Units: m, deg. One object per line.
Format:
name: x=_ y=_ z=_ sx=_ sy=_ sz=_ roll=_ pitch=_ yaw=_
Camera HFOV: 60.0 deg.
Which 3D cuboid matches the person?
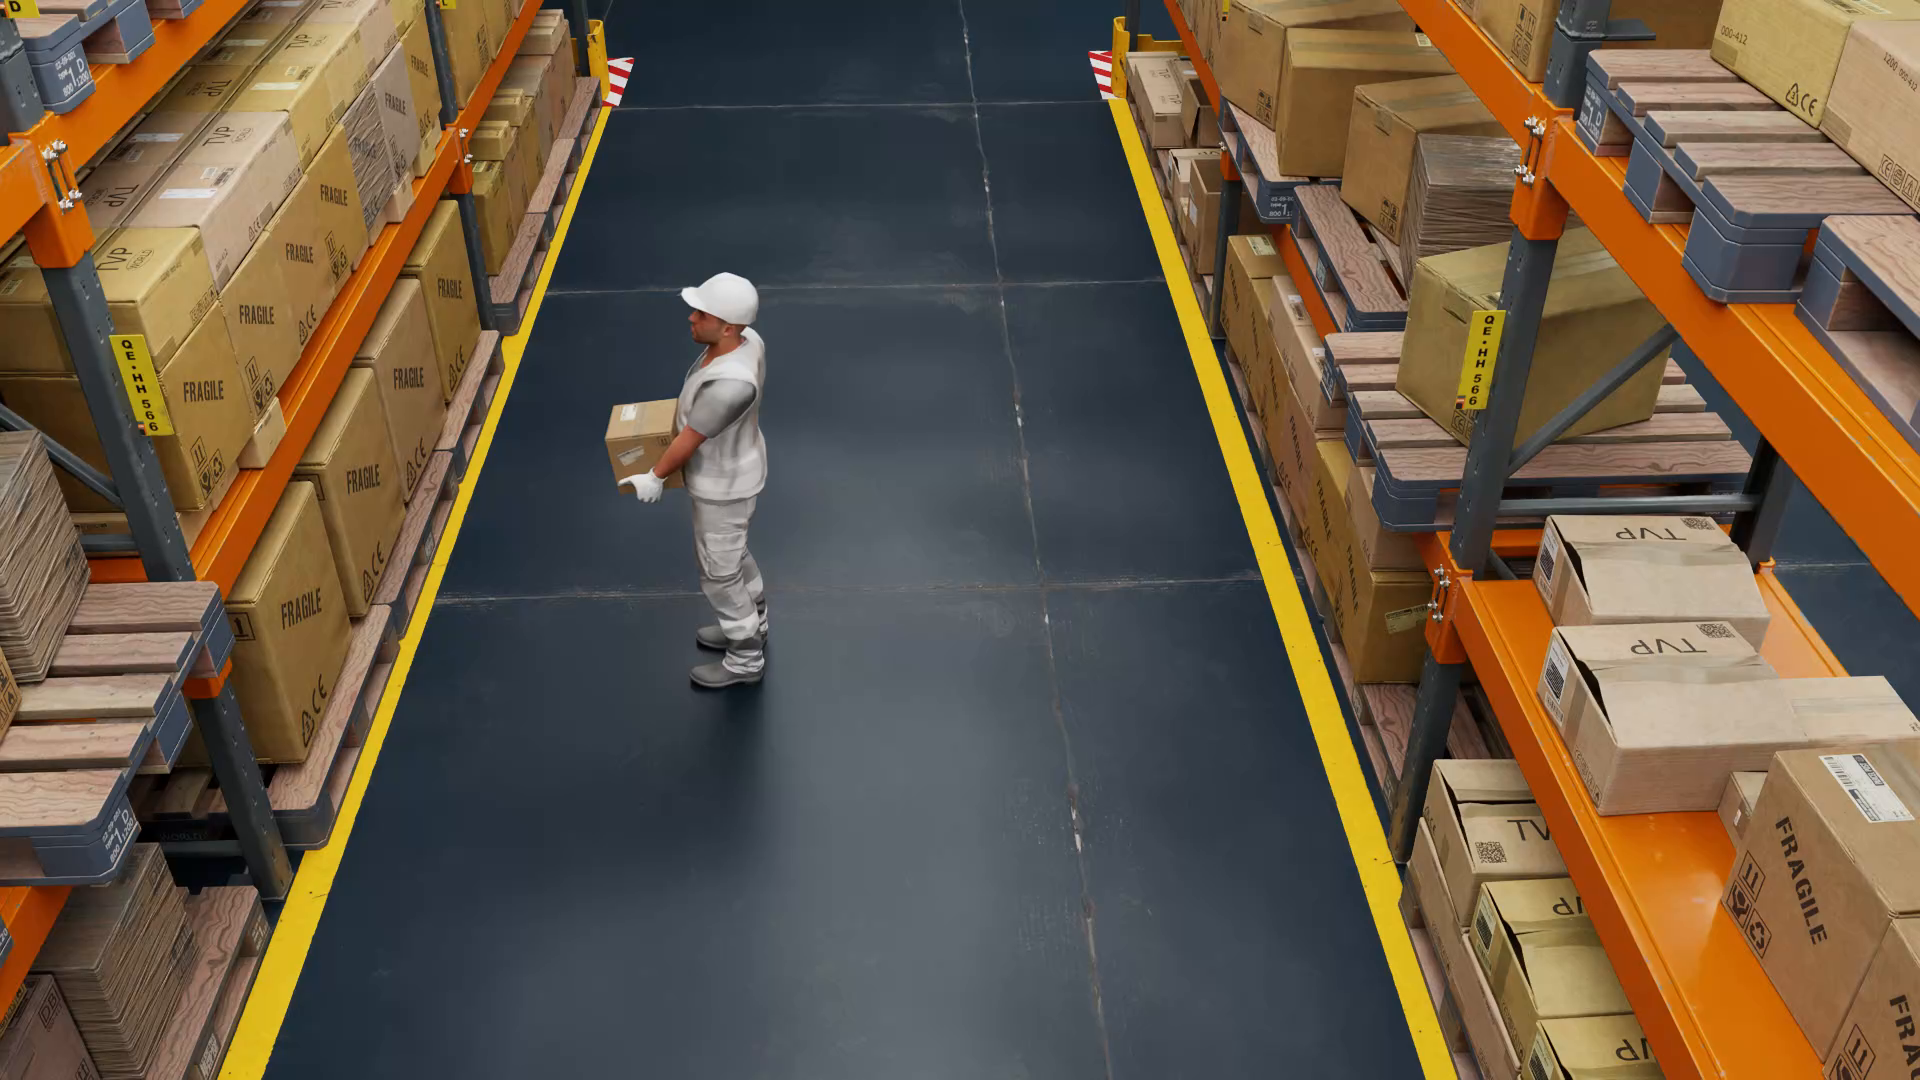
person: x=-1.012 y=-0.215 z=6.438 sx=0.573 sy=1.782 sz=0.493 roll=-1 pitch=35 yaw=-2
